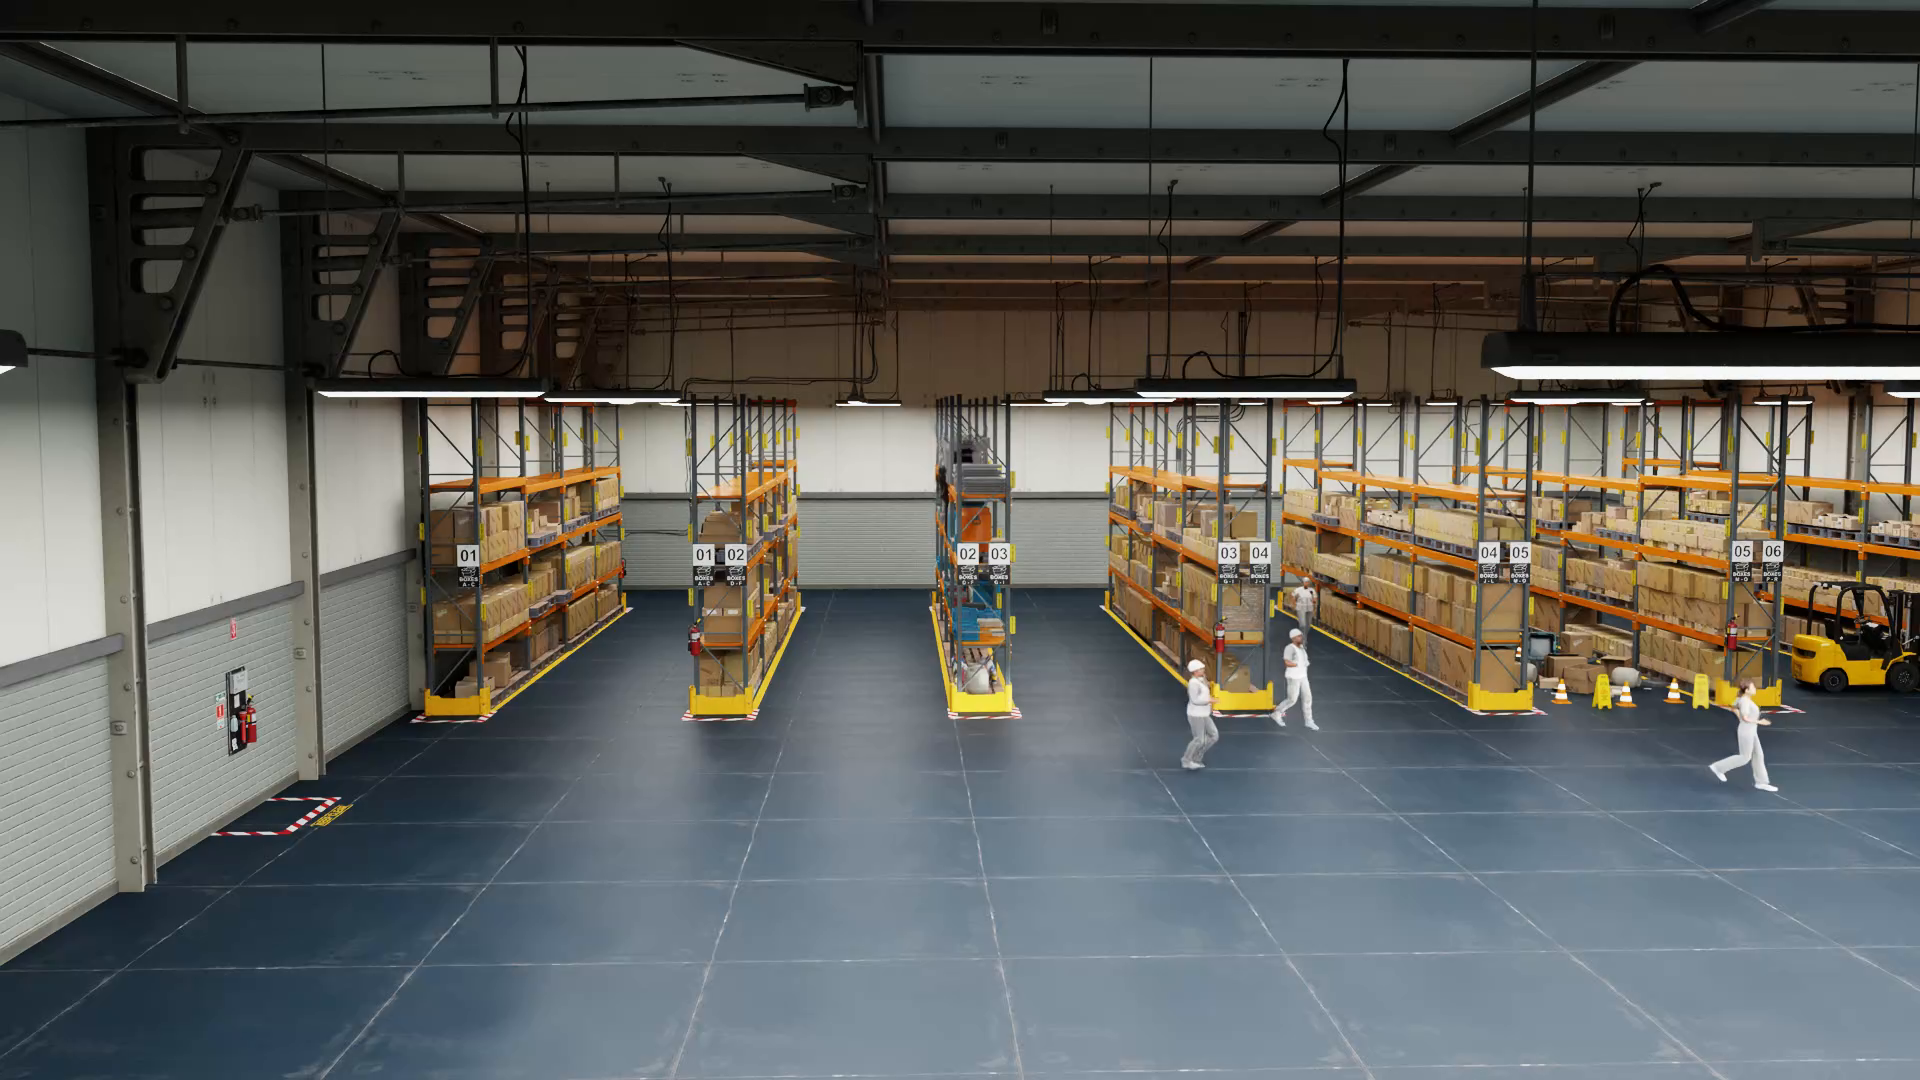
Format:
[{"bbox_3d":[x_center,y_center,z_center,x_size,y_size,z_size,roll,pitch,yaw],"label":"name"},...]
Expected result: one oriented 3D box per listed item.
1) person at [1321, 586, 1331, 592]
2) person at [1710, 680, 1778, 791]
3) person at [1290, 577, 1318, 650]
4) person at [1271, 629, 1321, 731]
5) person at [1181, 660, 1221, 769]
[{"bbox_3d":[10.601,1.063,48.891,0.678,1.605,0.607,-3,6,-37],"label":"person"},{"bbox_3d":[11.789,2.920,24.963,0.934,1.664,0.568,2,5,26],"label":"person"},{"bbox_3d":[8.283,1.751,39.958,0.575,1.727,0.755,-1,5,-8],"label":"person"},{"bbox_3d":[5.994,2.483,29.680,0.871,1.808,0.683,4,6,38],"label":"person"},{"bbox_3d":[3.834,2.777,26.326,0.647,1.767,0.642,2,5,22],"label":"person"}]
